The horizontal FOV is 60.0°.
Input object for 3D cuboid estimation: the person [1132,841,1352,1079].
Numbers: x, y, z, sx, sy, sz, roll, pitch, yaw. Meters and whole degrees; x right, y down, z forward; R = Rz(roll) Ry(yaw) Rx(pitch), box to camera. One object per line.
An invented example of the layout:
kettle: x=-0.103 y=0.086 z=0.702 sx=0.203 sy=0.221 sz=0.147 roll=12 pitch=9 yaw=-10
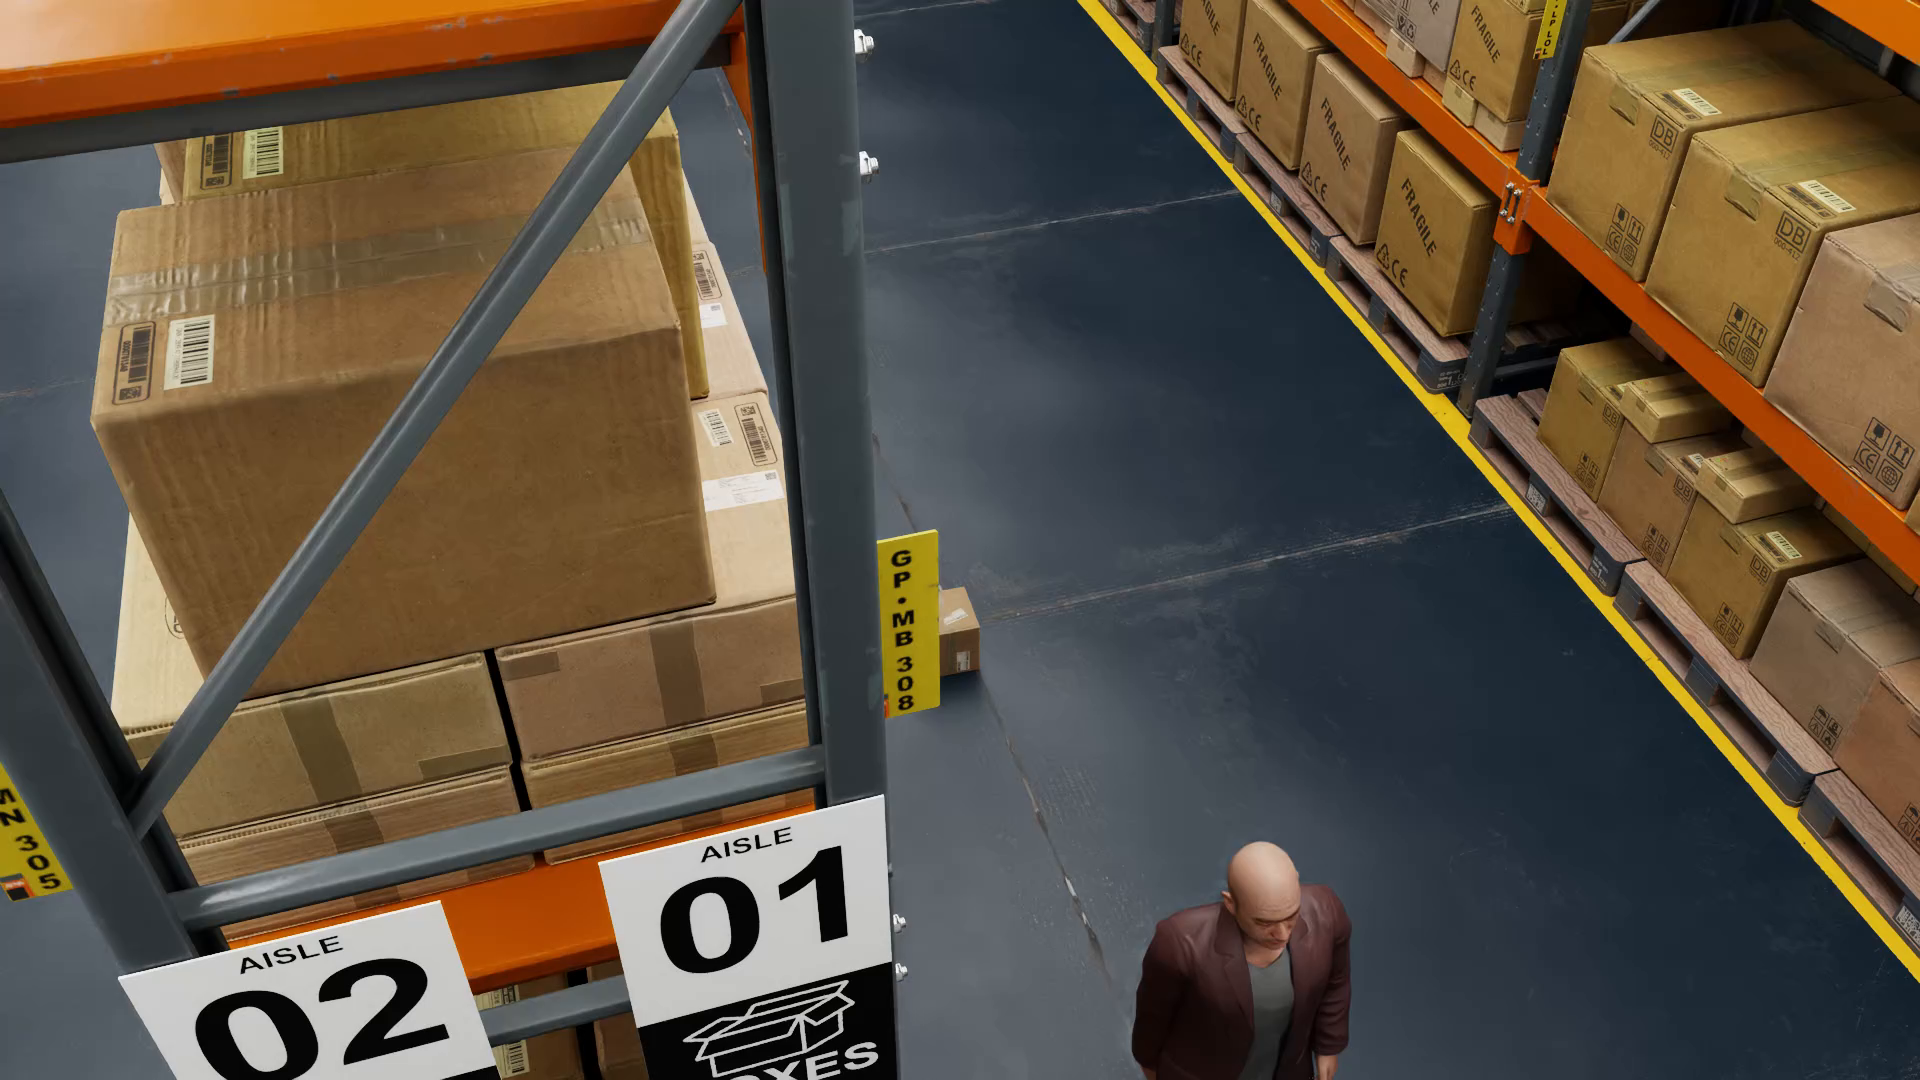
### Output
person: x=0.749 y=1.352 z=4.628 sx=0.587 sy=1.756 sz=0.842 roll=-12 pitch=43 yaw=-13
